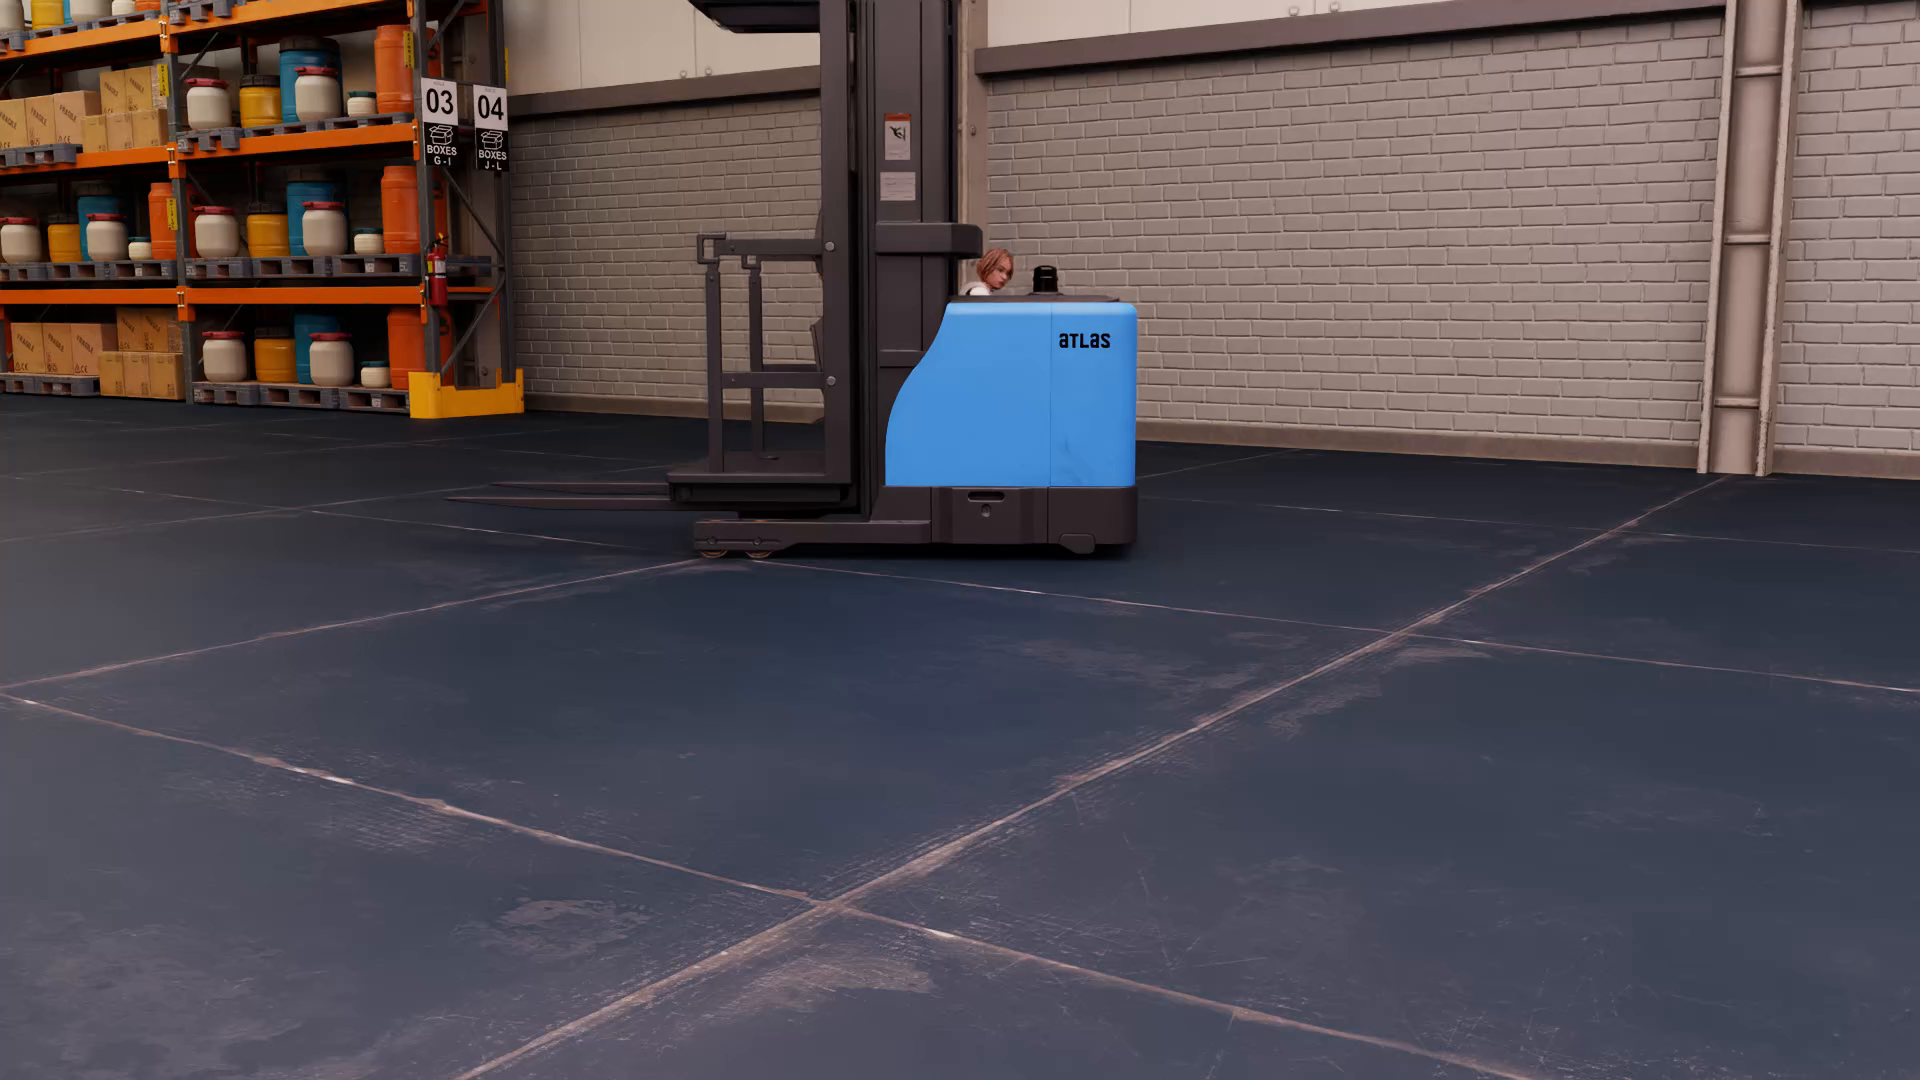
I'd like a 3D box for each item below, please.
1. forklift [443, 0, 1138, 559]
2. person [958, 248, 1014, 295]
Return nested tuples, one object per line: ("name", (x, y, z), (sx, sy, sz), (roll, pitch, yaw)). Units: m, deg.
("forklift", (-0.737, -1.446, 7.361), (3.031, 2.935, 1.130), (0, 8, 3))
("person", (0.250, -0.884, 8.998), (0.937, 1.382, 0.827), (-5, 10, -33))
